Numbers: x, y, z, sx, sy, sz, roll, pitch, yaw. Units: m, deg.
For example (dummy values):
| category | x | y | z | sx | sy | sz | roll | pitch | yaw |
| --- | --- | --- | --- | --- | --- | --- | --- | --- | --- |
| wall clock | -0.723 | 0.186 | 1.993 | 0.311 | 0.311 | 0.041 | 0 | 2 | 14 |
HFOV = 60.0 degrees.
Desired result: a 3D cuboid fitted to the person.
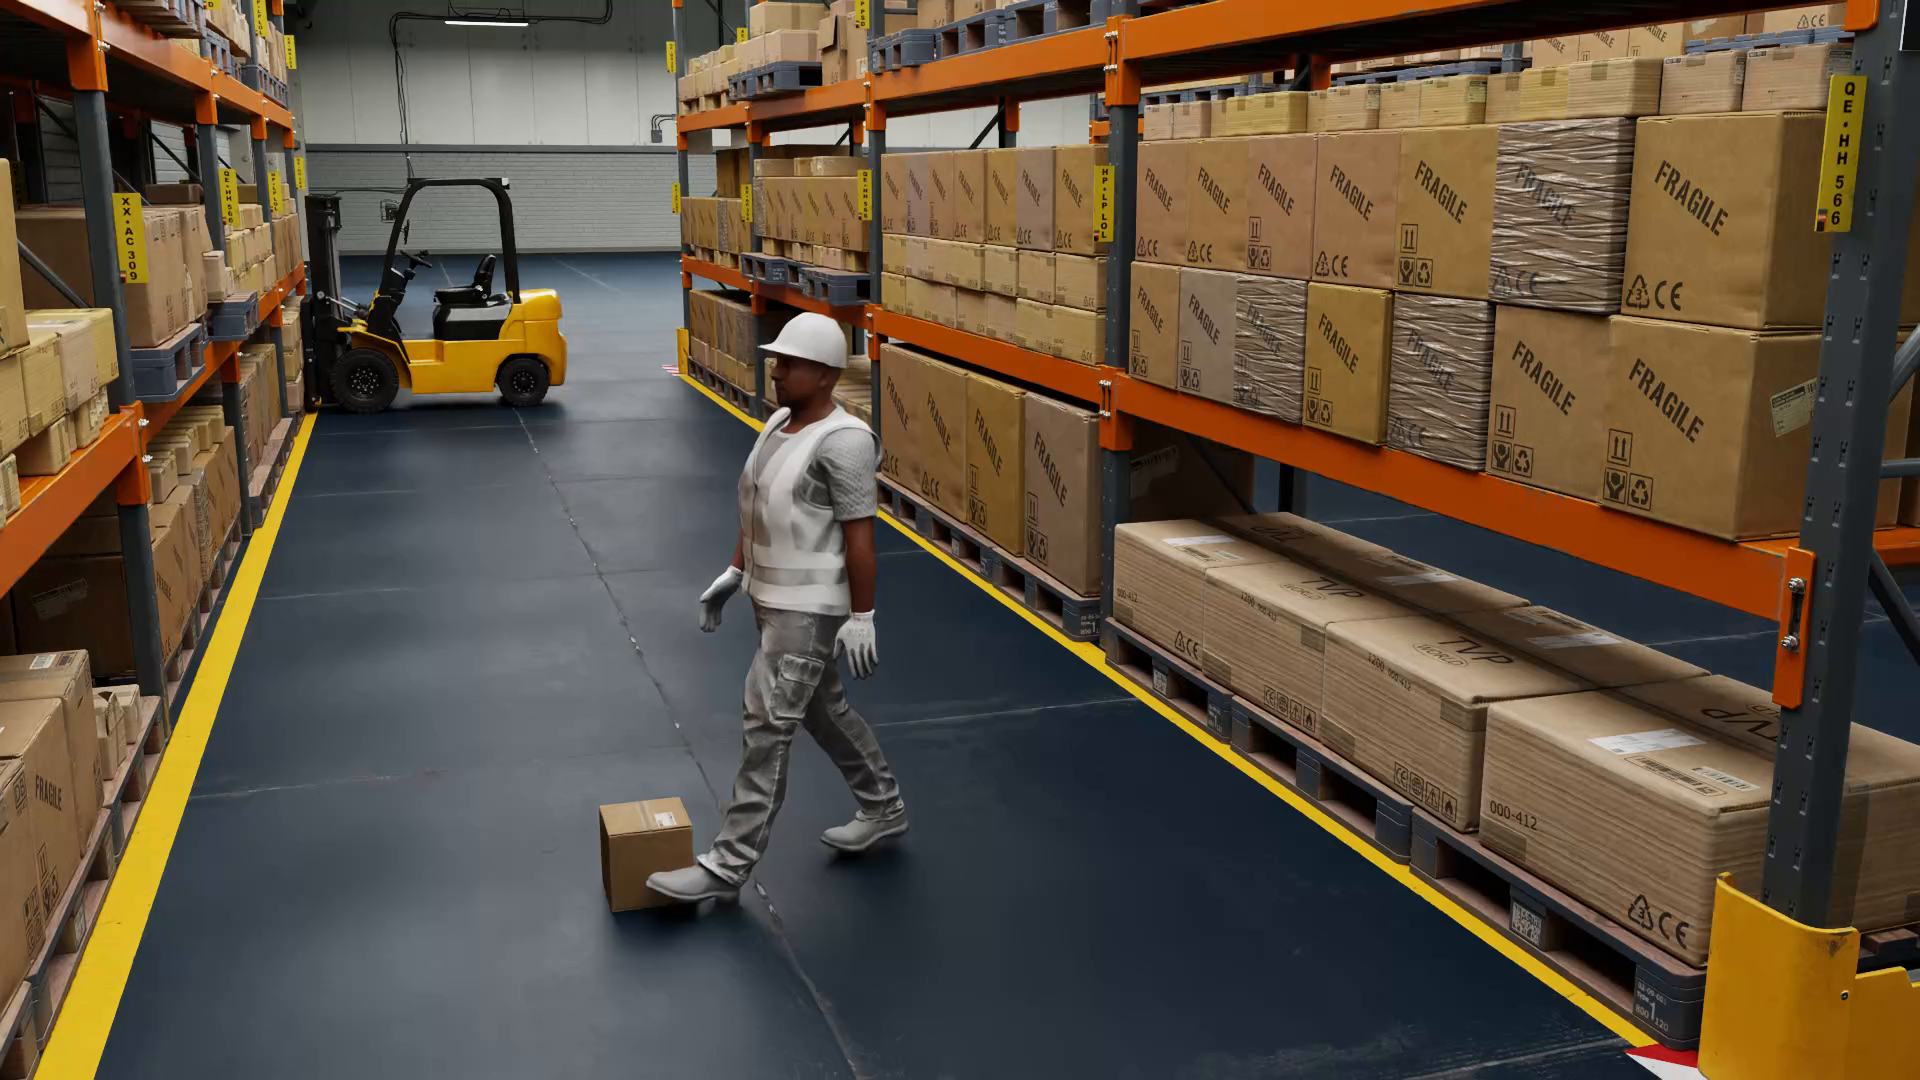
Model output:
| category | x | y | z | sx | sy | sz | roll | pitch | yaw |
| --- | --- | --- | --- | --- | --- | --- | --- | --- | --- |
| person | -0.565 | 0.194 | 5.056 | 0.934 | 1.752 | 0.561 | -6 | 14 | -25 |
